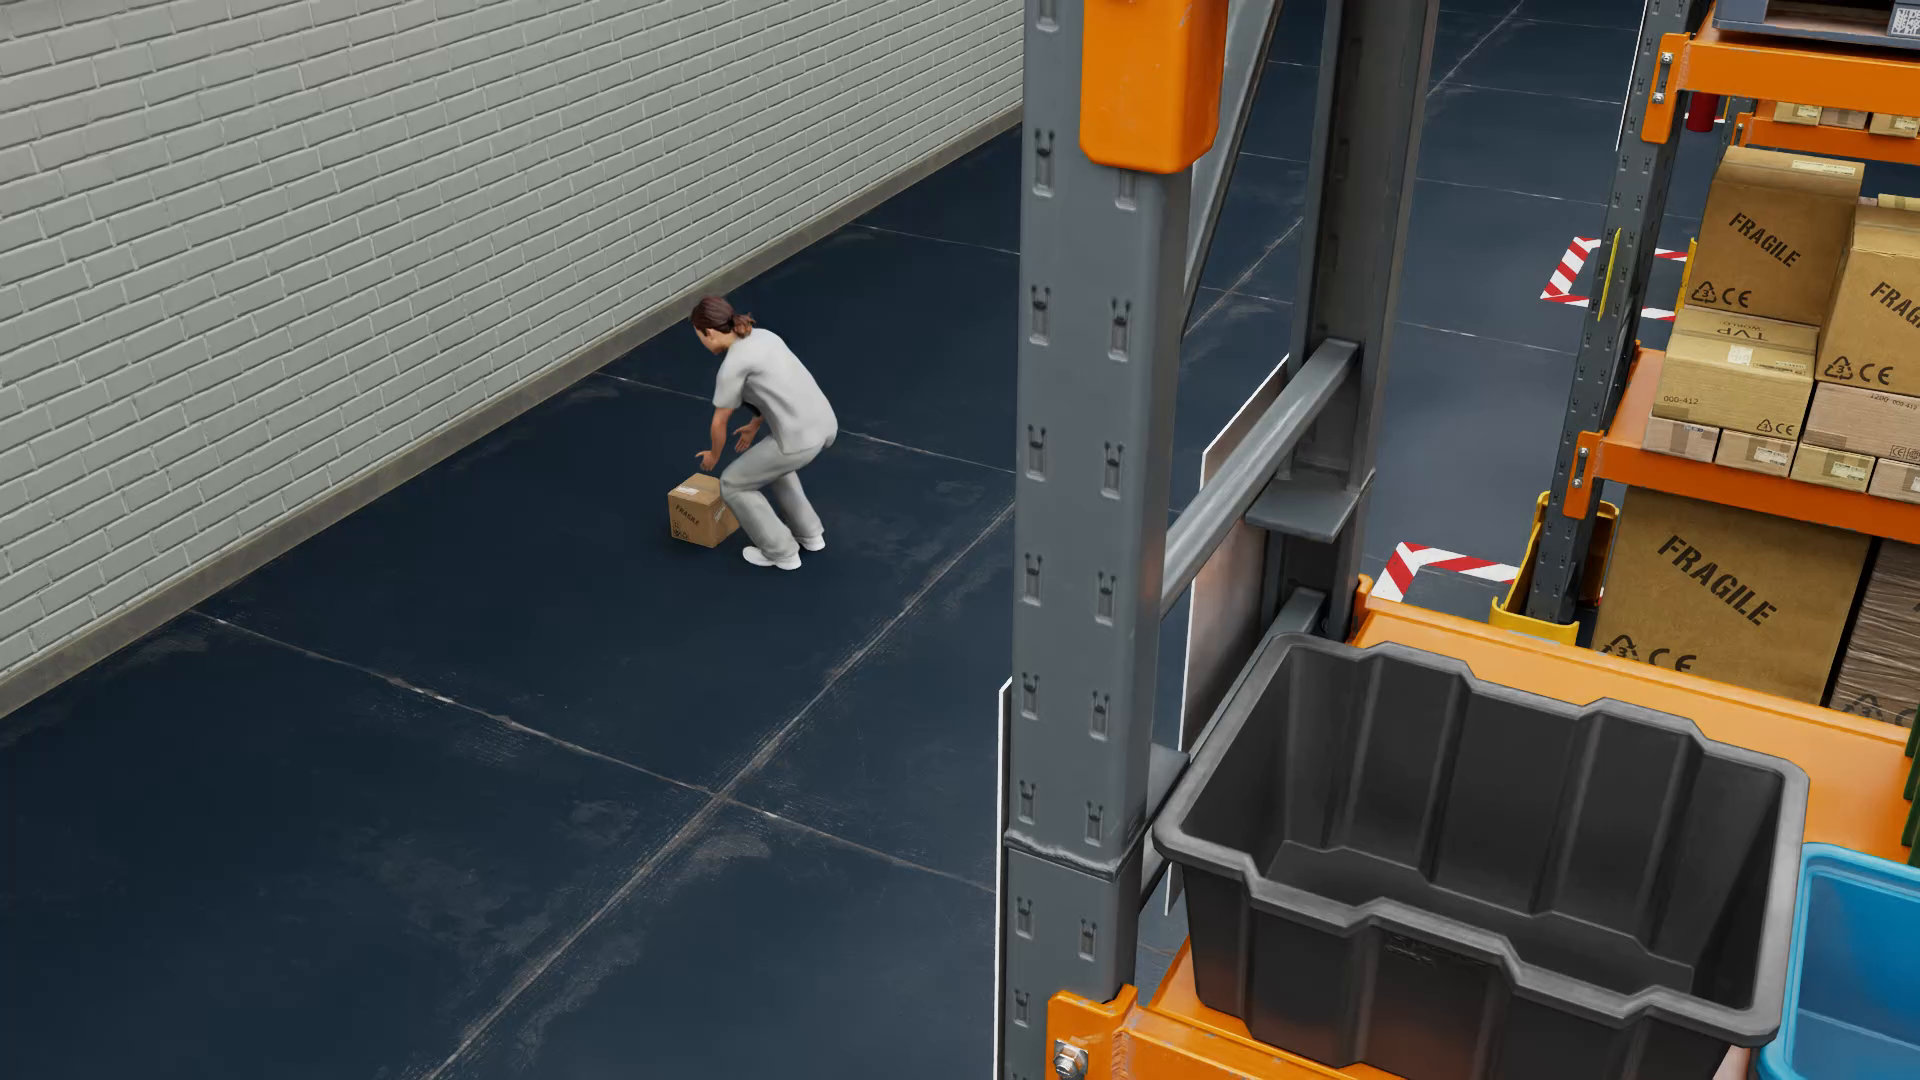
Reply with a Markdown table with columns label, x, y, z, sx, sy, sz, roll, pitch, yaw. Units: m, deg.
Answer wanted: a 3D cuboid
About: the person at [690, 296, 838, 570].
| label | x | y | z | sx | sy | sz | roll | pitch | yaw |
| --- | --- | --- | --- | --- | --- | --- | --- | --- | --- |
| person | -0.930 | -0.496 | 7.859 | 0.683 | 1.304 | 0.494 | 15 | 33 | 23 |
